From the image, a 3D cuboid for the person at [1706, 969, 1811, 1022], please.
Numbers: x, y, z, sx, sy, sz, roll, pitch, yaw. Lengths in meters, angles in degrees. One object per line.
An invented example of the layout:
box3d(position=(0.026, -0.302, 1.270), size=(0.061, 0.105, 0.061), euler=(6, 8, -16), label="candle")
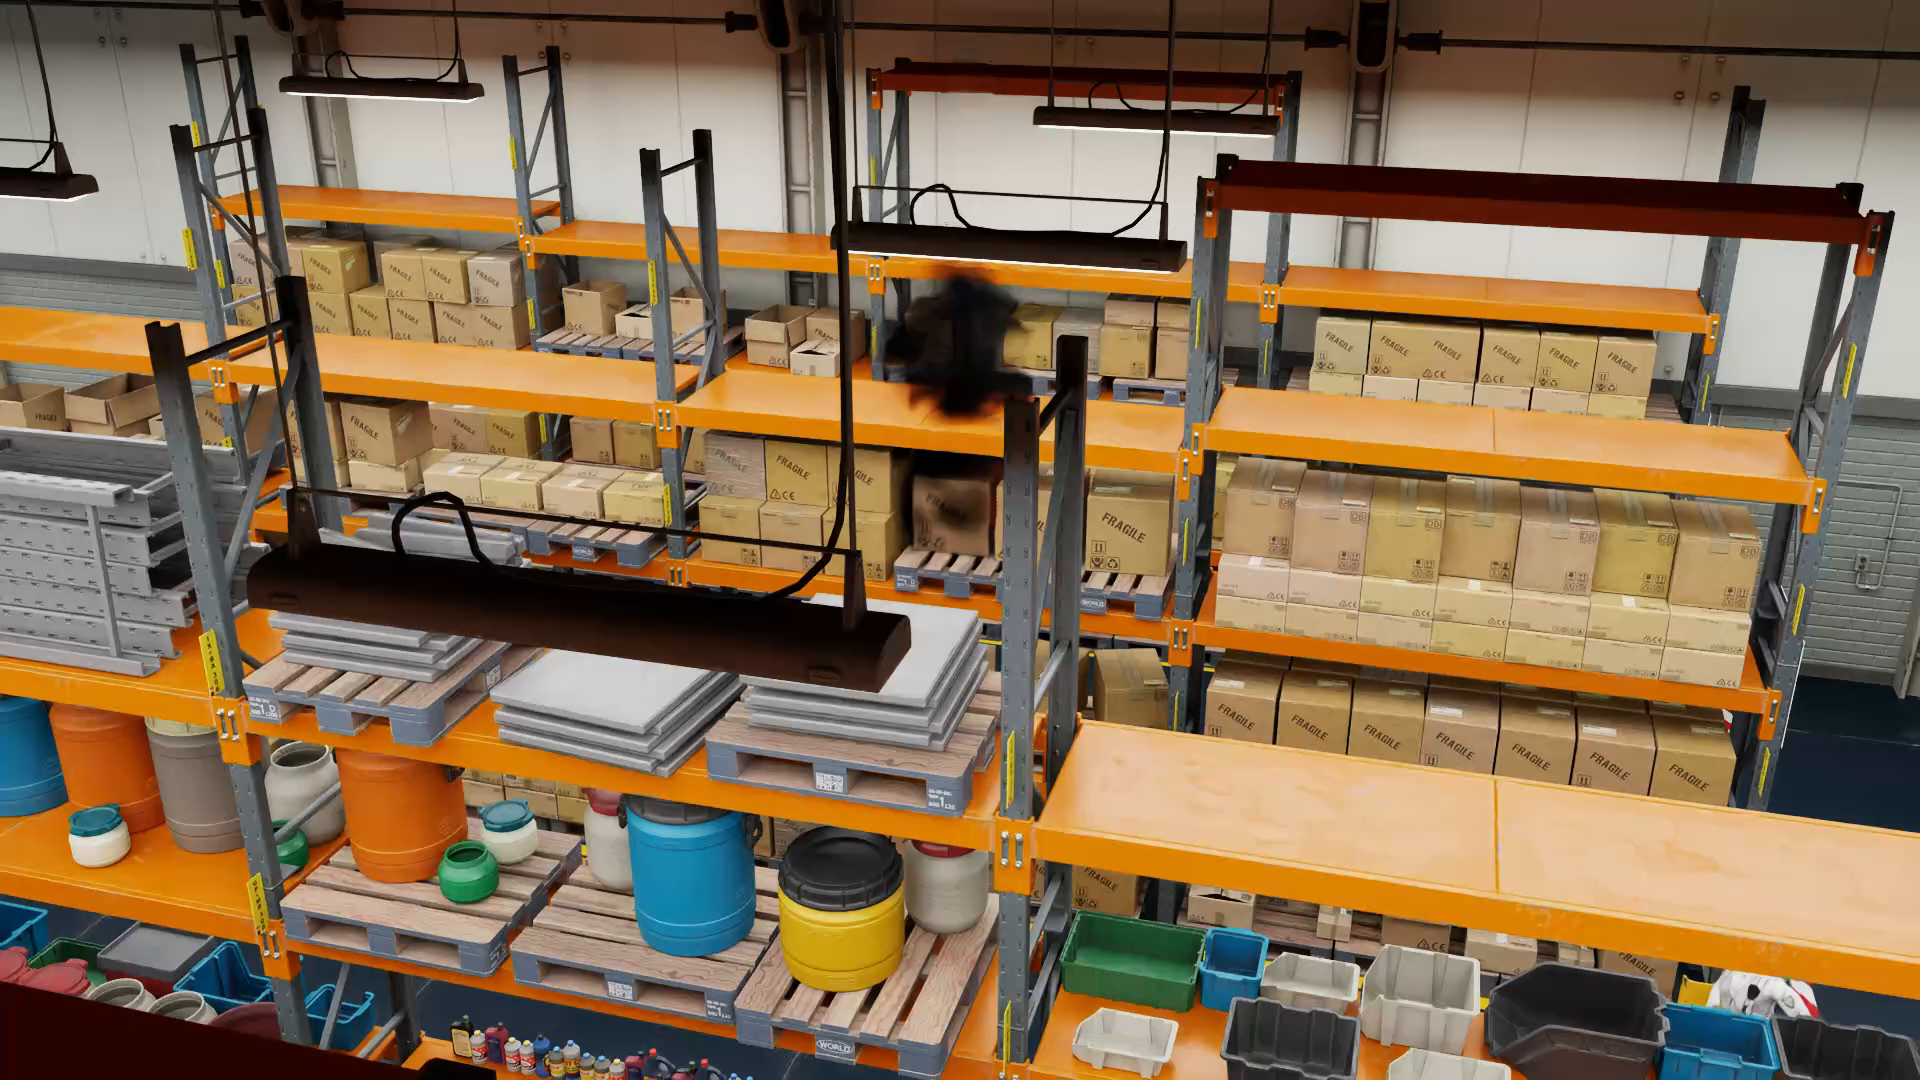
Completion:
box3d(position=(5.059, 3.243, 10.798), size=(0.594, 1.617, 0.635), euler=(-2, 23, -4), label="person")
